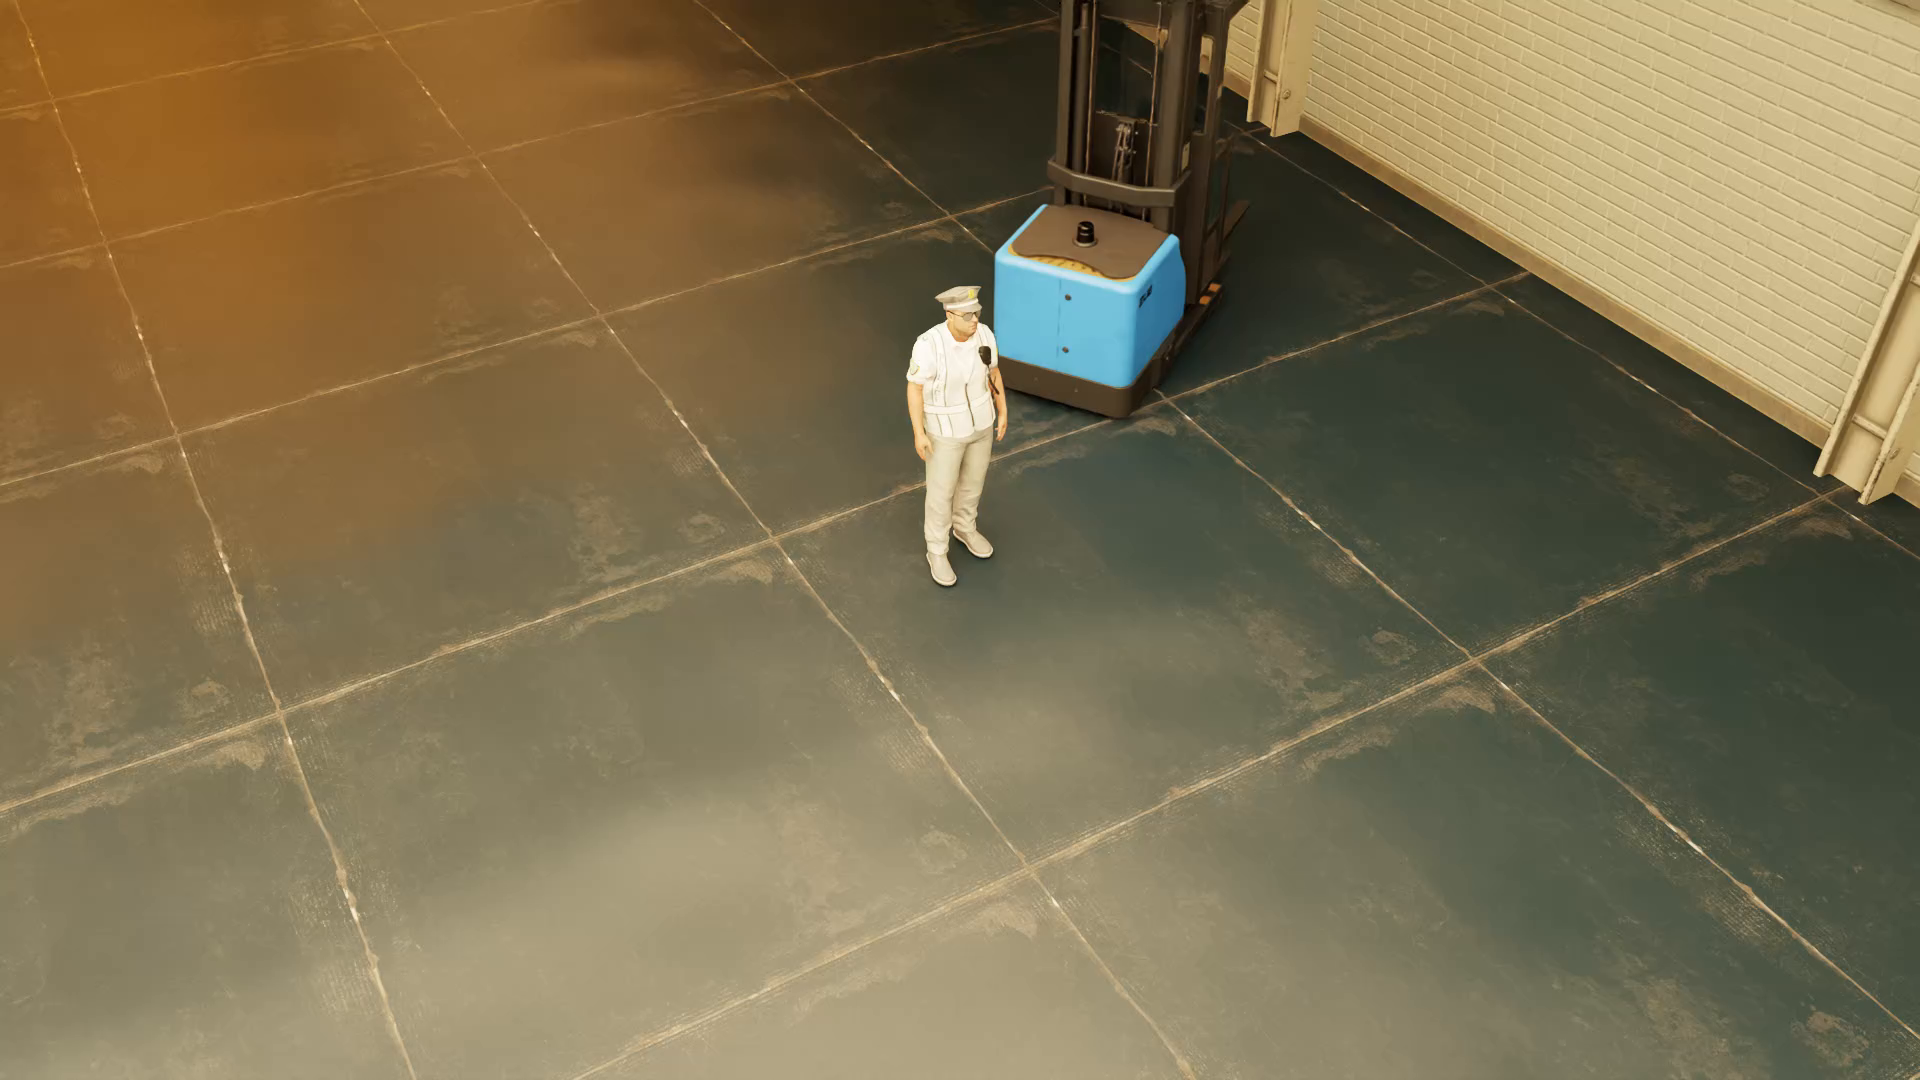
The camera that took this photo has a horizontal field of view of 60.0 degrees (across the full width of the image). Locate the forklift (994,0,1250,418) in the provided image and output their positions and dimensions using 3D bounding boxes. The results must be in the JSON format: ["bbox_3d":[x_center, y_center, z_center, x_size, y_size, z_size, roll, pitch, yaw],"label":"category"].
[{"bbox_3d":[1.328,-2.887,11.516,1.130,2.935,3.031,18,43,20],"label":"forklift"}]

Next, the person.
[{"bbox_3d":[0.028,-0.645,9.702,0.640,1.781,0.575,-20,44,-23],"label":"person"}]
